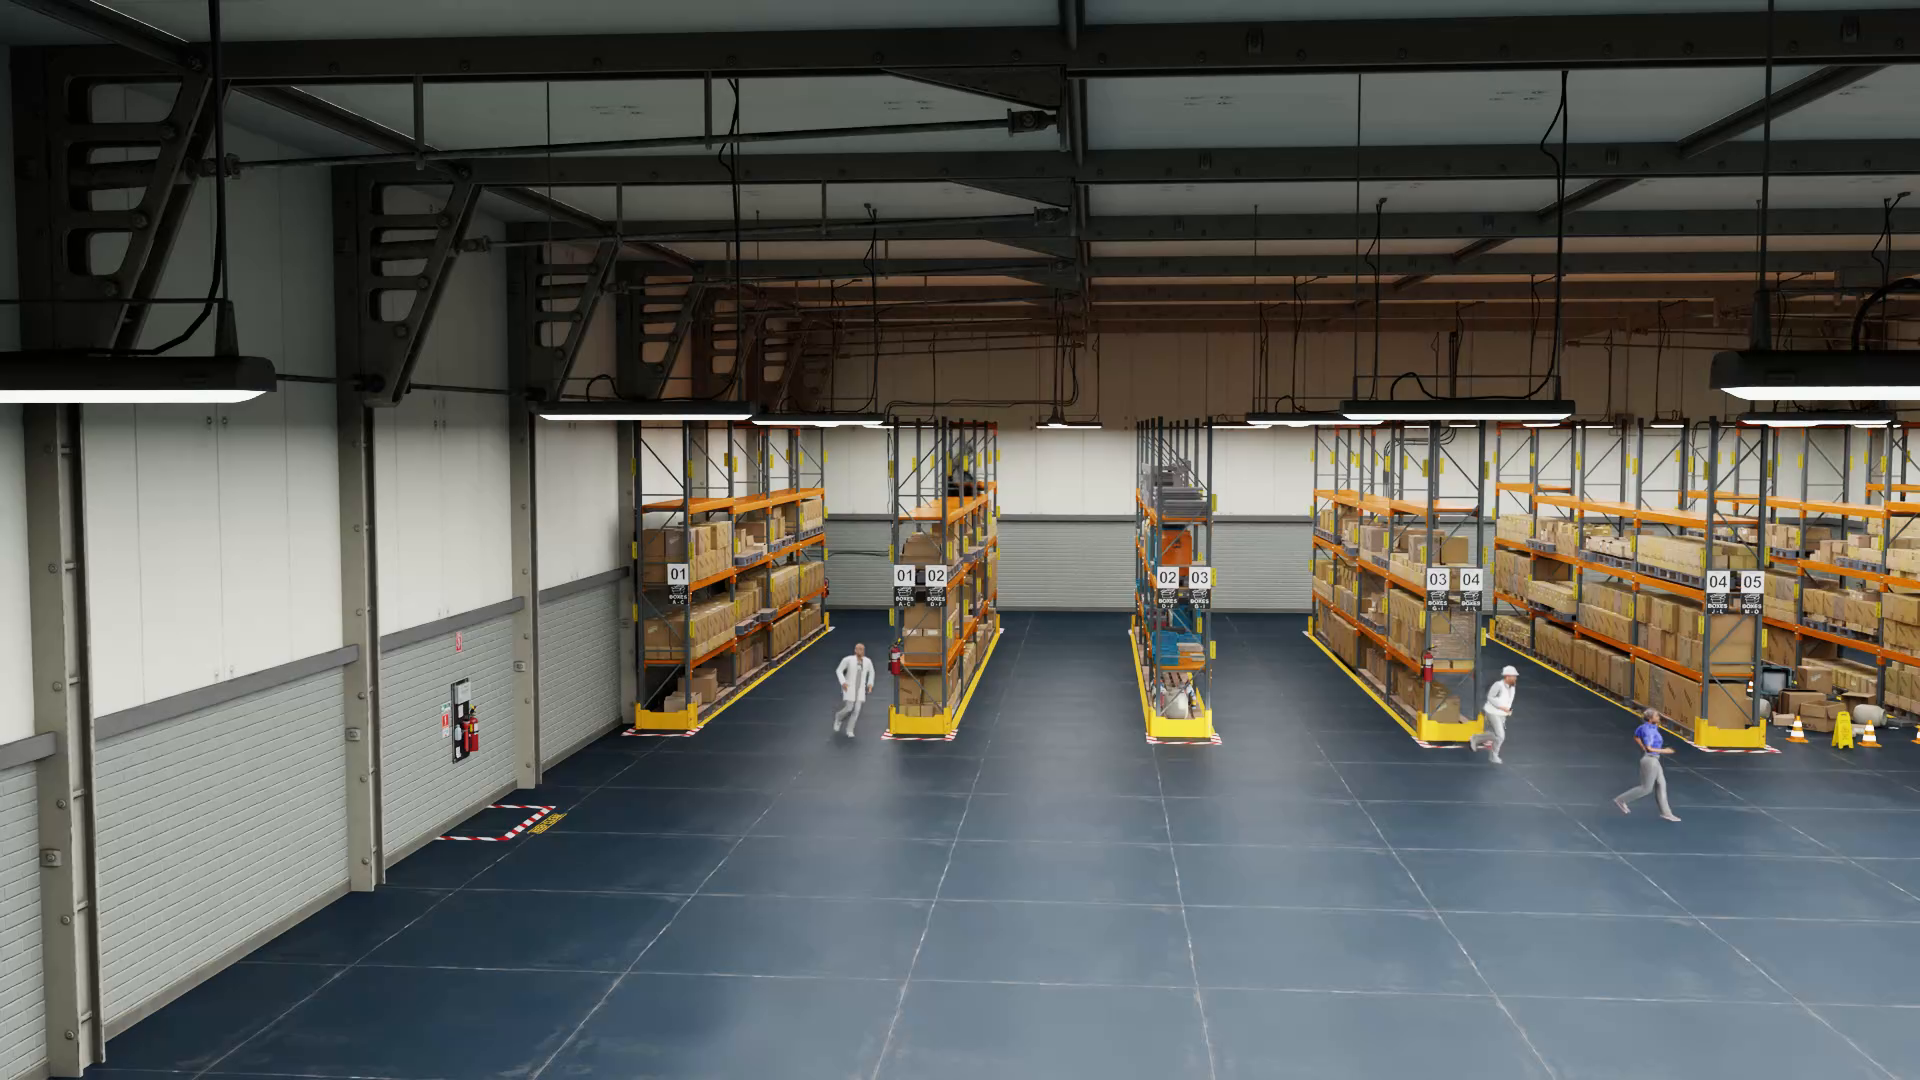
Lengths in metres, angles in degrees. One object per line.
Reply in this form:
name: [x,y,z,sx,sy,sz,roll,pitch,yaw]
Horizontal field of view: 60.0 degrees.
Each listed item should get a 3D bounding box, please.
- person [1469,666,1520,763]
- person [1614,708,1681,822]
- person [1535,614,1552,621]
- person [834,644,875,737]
person: [9.295,3.010,28.903,0.675,1.706,0.888,-3,5,-41]
person: [10.104,3.292,24.395,0.920,1.658,0.581,2,4,23]
person: [16.664,1.751,47.511,0.937,1.740,0.623,0,4,5]
person: [-1.961,2.812,31.395,0.753,1.720,0.675,-2,4,-25]
